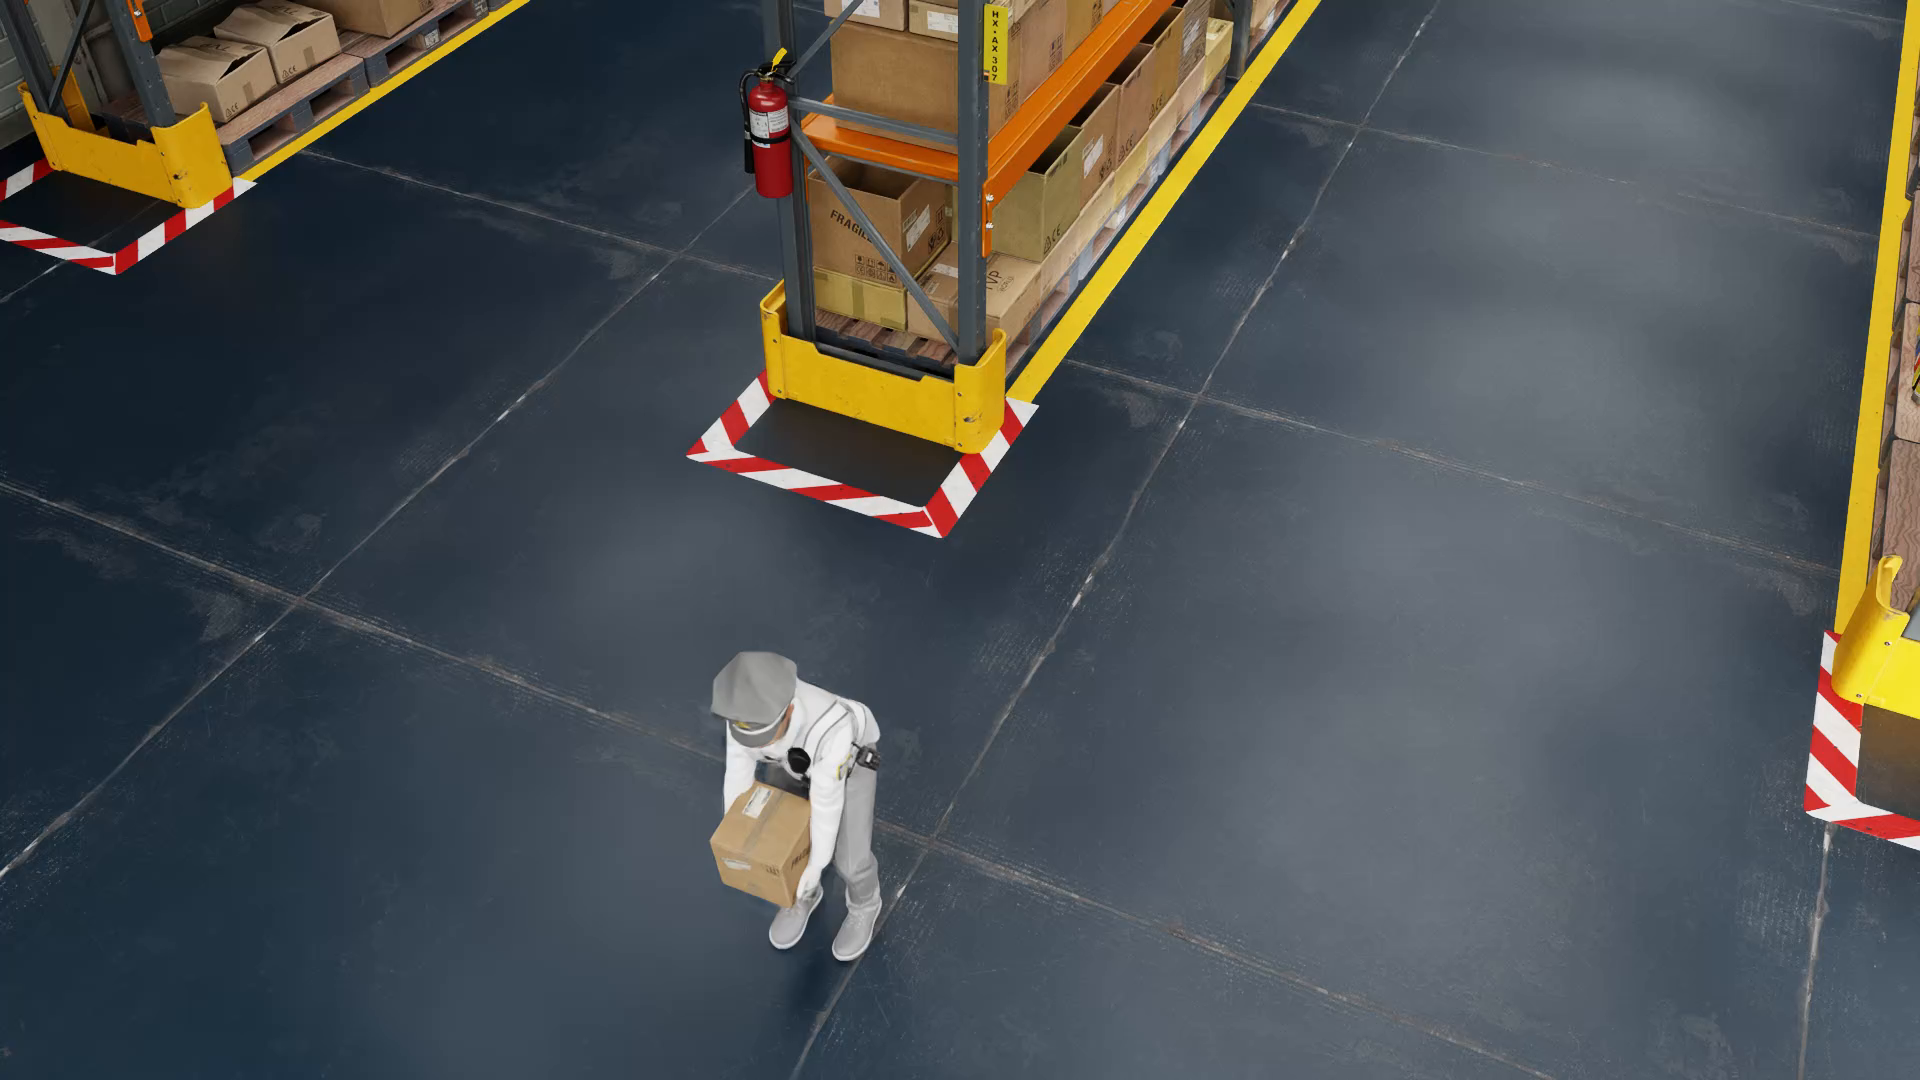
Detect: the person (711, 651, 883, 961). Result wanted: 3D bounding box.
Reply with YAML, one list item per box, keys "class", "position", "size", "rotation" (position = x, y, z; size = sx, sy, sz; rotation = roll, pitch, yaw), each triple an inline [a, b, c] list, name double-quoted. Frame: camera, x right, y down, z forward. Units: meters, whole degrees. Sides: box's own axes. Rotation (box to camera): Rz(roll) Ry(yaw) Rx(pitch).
- class: "person"
  position: [-0.498, 0.841, 5.324]
  size: [0.410, 1.552, 0.648]
  rotation: [17, 45, 17]
